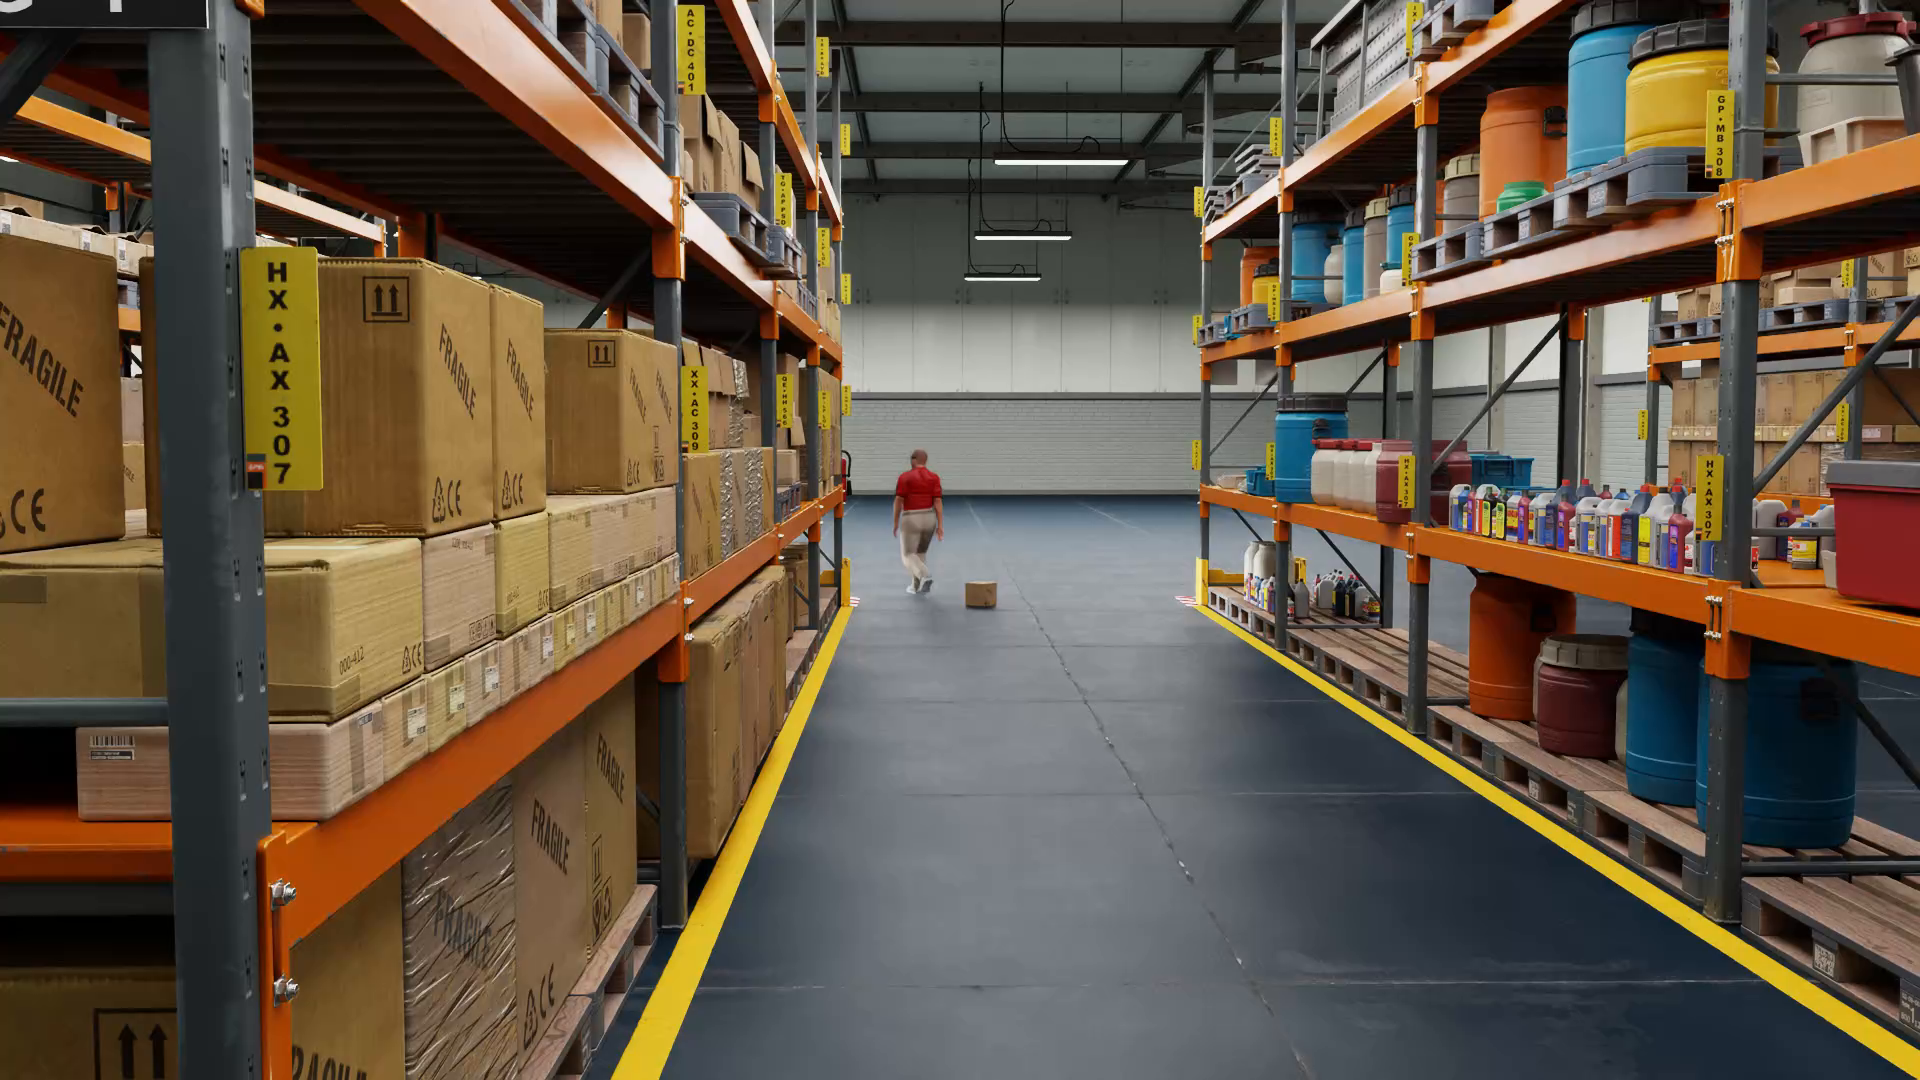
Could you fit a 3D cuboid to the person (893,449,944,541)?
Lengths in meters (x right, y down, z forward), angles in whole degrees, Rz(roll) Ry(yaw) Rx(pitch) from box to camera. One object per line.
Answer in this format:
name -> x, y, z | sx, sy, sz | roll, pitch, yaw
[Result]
person -> -0.497, -0.507, 18.798 | 0.553, 1.045, 0.335 | -2, 4, -29
